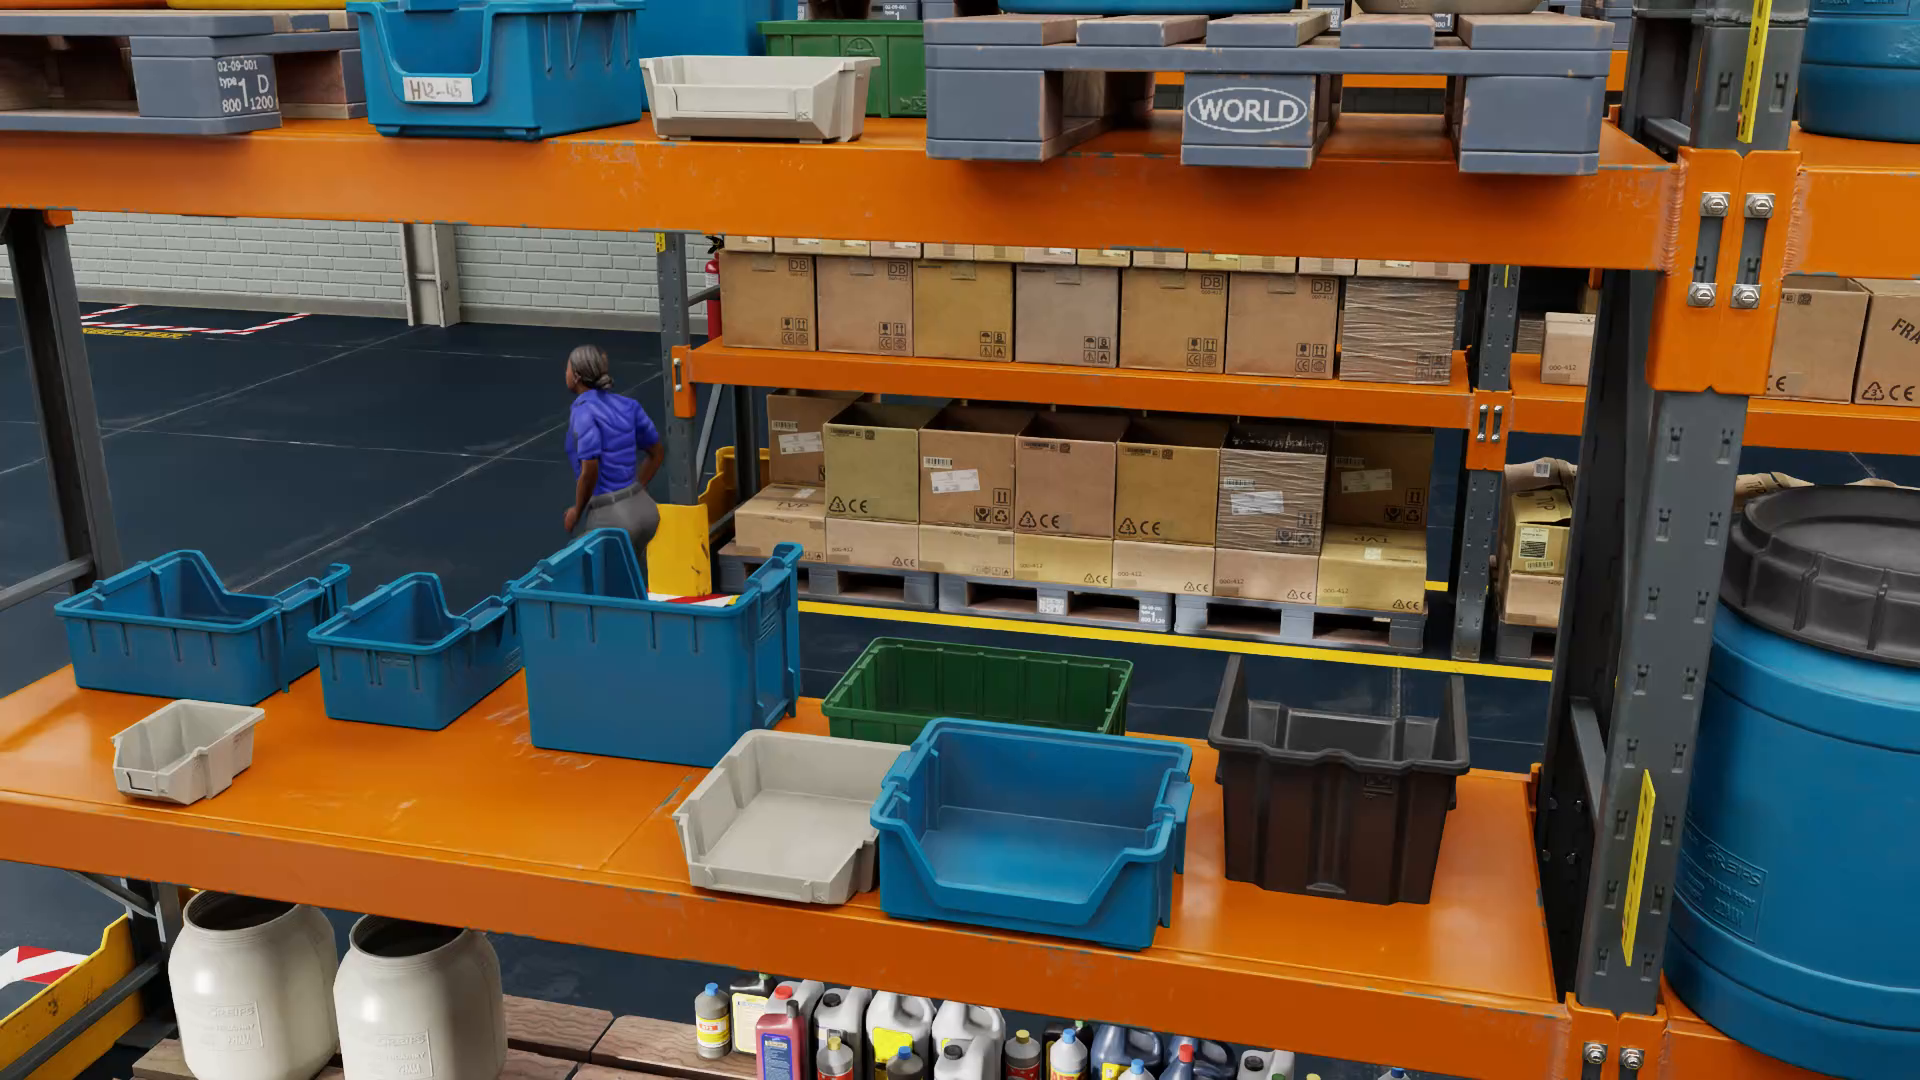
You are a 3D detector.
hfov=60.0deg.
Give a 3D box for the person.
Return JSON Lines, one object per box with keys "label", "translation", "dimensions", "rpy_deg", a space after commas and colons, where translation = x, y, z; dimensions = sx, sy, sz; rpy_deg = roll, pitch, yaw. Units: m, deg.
{"label": "person", "translation": [-1.496, -0.089, 7.451], "dimensions": [0.564, 1.565, 0.584], "rpy_deg": [8, 20, 23]}
